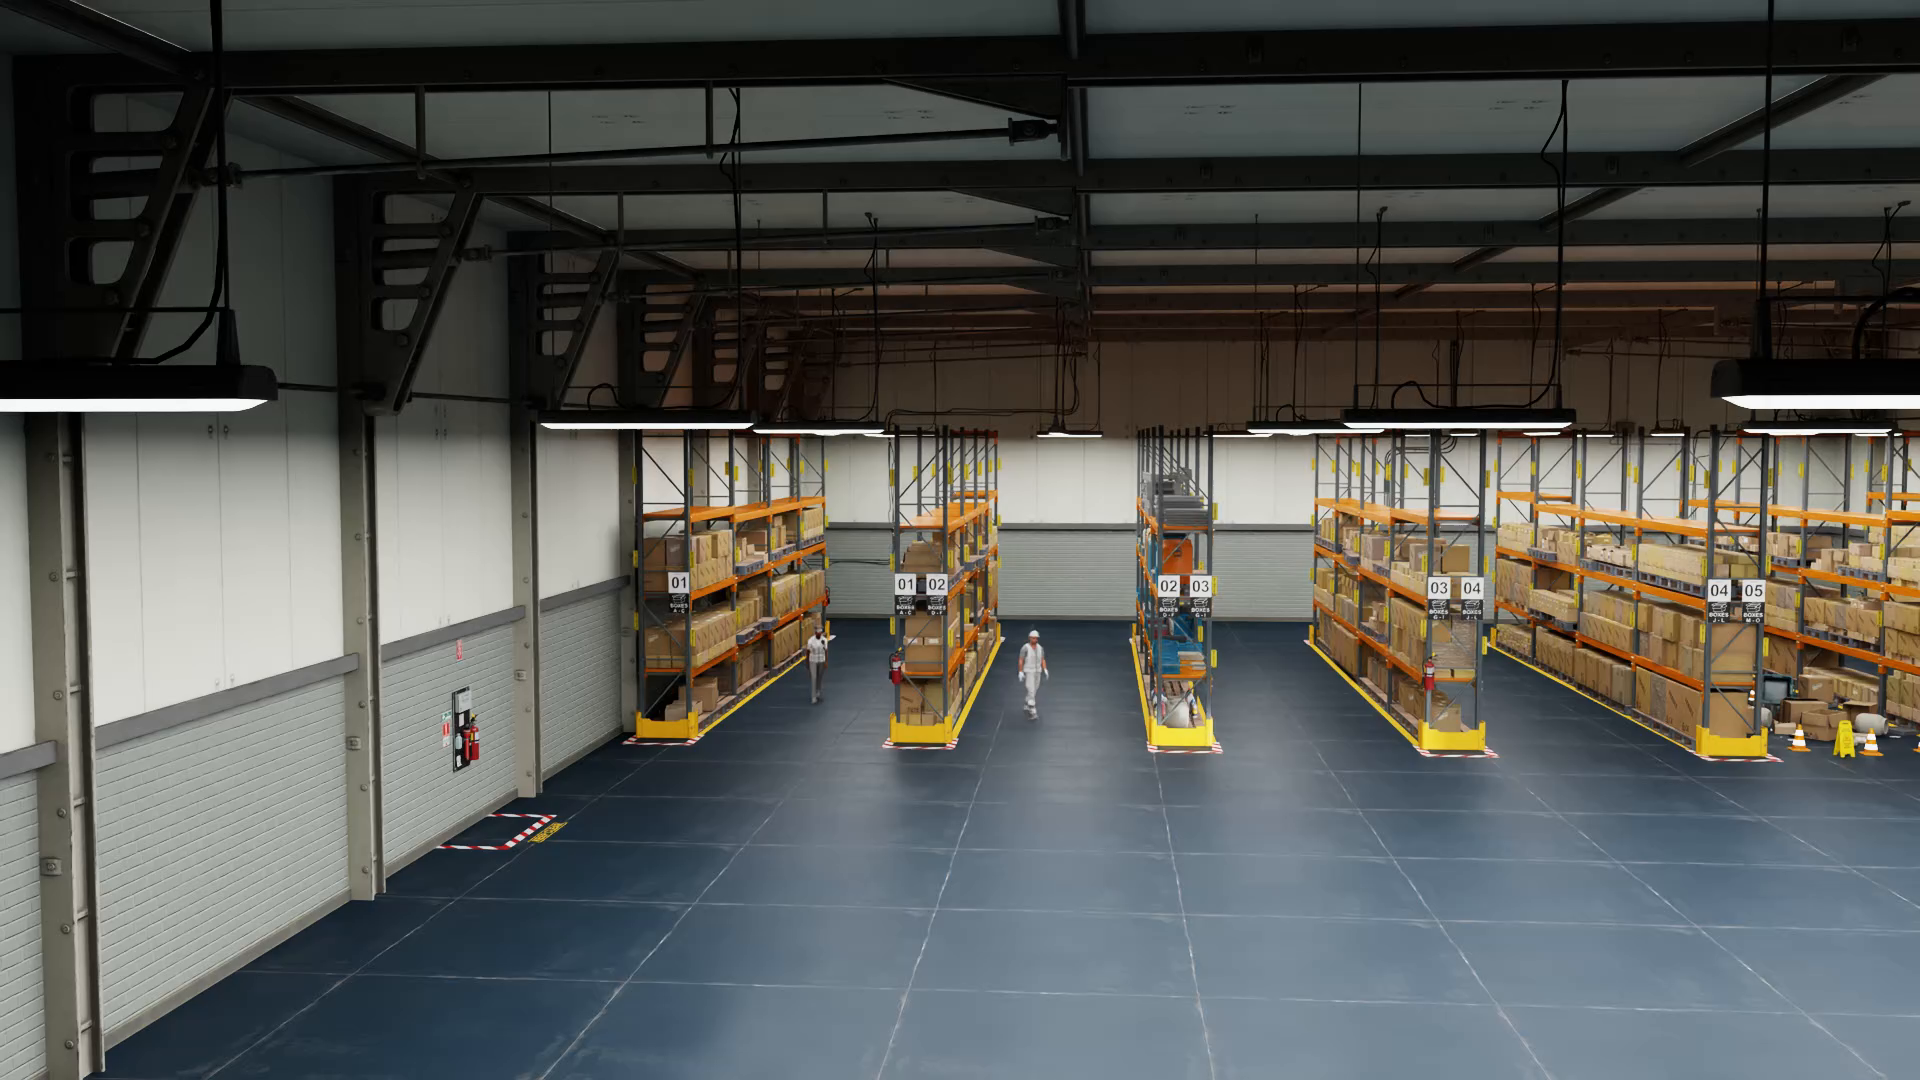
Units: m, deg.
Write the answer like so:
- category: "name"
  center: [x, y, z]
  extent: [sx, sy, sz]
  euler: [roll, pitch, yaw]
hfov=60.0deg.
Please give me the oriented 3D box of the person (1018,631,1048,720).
- category: "person"
  center: [1.535, 2.760, 34.317]
  extent: [0.564, 1.771, 0.806]
  euler: [-3, 4, -37]

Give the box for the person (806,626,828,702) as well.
- category: "person"
  center: [-3.134, 2.690, 36.552]
  extent: [0.483, 1.627, 0.902]
  euler: [-1, 4, -21]

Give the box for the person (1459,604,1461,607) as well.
- category: "person"
  center: [15.093, 1.925, 49.259]
  extent: [0.602, 1.669, 1.082]
  euler: [1, 4, 23]
